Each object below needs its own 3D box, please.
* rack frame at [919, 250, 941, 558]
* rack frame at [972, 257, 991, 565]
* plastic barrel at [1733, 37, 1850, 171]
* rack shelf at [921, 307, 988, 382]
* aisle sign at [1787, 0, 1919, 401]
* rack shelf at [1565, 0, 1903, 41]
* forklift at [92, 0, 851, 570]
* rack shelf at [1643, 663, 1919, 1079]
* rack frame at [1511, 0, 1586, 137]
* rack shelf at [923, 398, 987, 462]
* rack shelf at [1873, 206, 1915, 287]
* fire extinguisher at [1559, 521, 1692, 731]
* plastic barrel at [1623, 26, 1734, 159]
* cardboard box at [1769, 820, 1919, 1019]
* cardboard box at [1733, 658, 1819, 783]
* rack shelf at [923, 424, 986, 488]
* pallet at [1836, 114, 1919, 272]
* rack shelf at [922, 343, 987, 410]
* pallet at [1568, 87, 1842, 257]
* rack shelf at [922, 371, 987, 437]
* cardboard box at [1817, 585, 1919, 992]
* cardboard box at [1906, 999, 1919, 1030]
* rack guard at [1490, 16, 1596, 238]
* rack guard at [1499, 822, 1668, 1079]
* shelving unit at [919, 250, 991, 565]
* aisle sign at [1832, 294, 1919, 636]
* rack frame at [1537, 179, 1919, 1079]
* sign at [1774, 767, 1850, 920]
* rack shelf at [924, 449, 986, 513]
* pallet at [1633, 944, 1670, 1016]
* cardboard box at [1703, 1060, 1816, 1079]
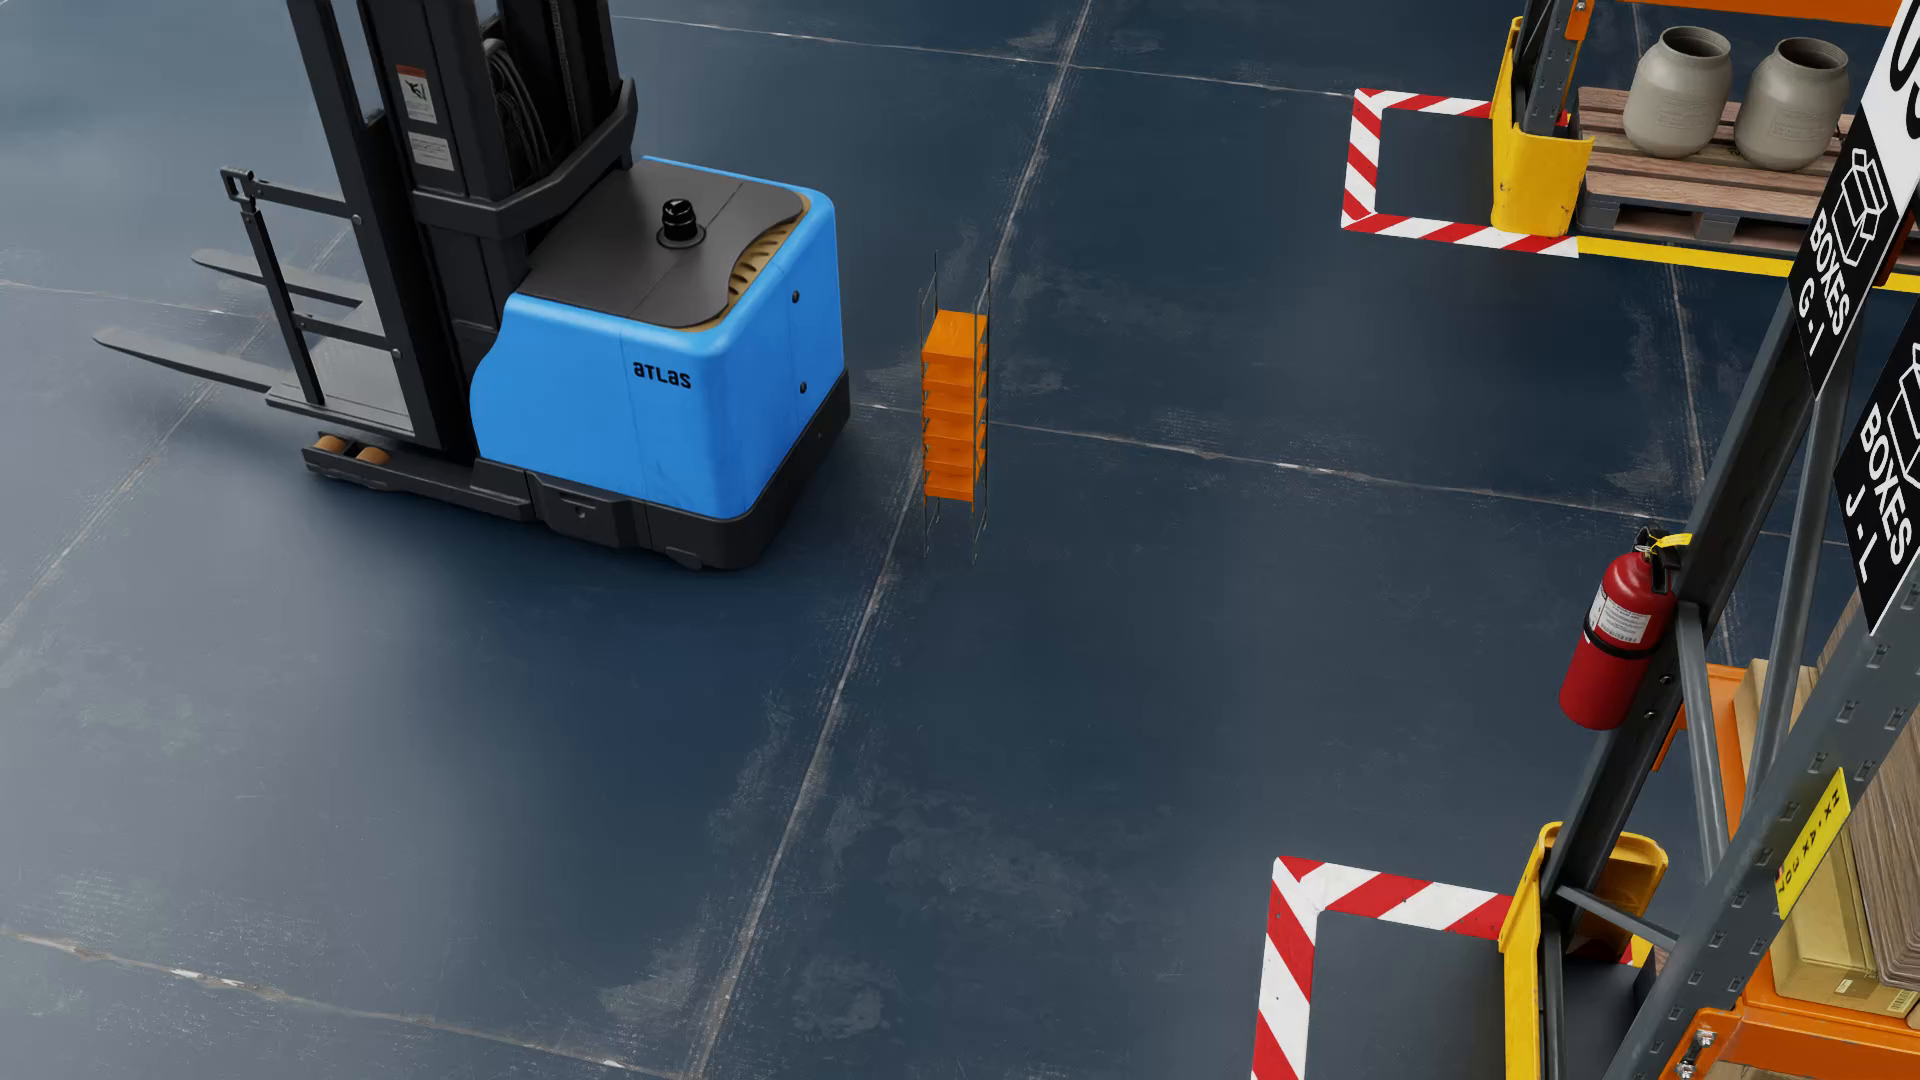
[{"bbox_3d":[-0.103,-0.448,5.851,0.006,1.200,0.240,9,45,9],"label":"rack frame"},{"bbox_3d":[0.075,-0.421,5.822,0.006,1.200,0.240,9,45,9],"label":"rack frame"},{"bbox_3d":[3.836,-2.006,7.662,0.421,0.512,0.421,0,44,0],"label":"plastic barrel"},{"bbox_3d":[-0.014,-0.662,5.617,0.180,0.103,0.258,9,45,9],"label":"rack shelf"},{"bbox_3d":[1.611,-0.672,2.910,0.004,0.787,0.394,9,45,9],"label":"aisle sign"},{"bbox_3d":[4.639,-2.313,7.008,4.000,0.370,1.077,9,45,9],"label":"rack shelf"},{"bbox_3d":[-2.011,-1.578,5.776,3.031,2.935,1.130,14,46,14],"label":"forklift"},{"bbox_3d":[3.558,1.039,3.526,4.000,0.370,1.077,9,45,9],"label":"rack shelf"},{"bbox_3d":[2.688,-2.875,7.073,0.127,3.000,1.000,9,45,9],"label":"rack frame"},{"bbox_3d":[-0.014,-0.402,5.867,0.180,0.103,0.258,9,45,9],"label":"rack shelf"},{"bbox_3d":[3.558,-0.041,2.486,4.000,0.370,1.077,9,45,9],"label":"rack shelf"},{"bbox_3d":[1.595,0.176,3.960,0.183,0.674,0.296,9,45,9],"label":"fire extinguisher"},{"bbox_3d":[3.347,-2.082,7.741,0.421,0.512,0.421,0,44,0],"label":"plastic barrel"},{"bbox_3d":[1.832,0.772,3.466,0.250,0.149,0.380,9,45,9],"label":"cardboard box"},{"bbox_3d":[1.929,0.471,3.778,0.250,0.149,0.380,9,45,9],"label":"cardboard box"},{"bbox_3d":[-0.014,-0.316,5.950,0.180,0.103,0.258,9,45,9],"label":"rack shelf"},{"bbox_3d":[4.751,-1.577,7.737,1.213,0.211,1.003,9,45,9],"label":"pallet"},{"bbox_3d":[-0.014,-0.575,5.701,0.180,0.103,0.258,9,45,9],"label":"rack shelf"},{"bbox_3d":[3.564,-1.764,7.930,1.213,0.211,1.003,9,45,9],"label":"pallet"},{"bbox_3d":[-0.014,-0.489,5.784,0.180,0.103,0.258,9,45,9],"label":"rack shelf"},{"bbox_3d":[2.137,0.436,3.347,0.500,0.500,0.875,9,45,9],"label":"cardboard box"},{"bbox_3d":[2.072,0.823,3.413,0.250,0.149,0.380,9,45,9],"label":"cardboard box"},{"bbox_3d":[2.772,-1.994,7.961,0.348,0.500,1.175,9,45,9],"label":"rack guard"},{"bbox_3d":[1.680,1.389,4.446,0.348,0.500,1.175,9,45,9],"label":"rack guard"},{"bbox_3d":[-0.014,-0.434,5.836,0.189,1.200,0.258,9,45,9],"label":"shelving unit"},{"bbox_3d":[1.480,-0.266,2.488,0.004,0.787,0.394,9,45,9],"label":"aisle sign"},{"bbox_3d":[1.606,0.477,3.591,0.127,3.000,1.000,9,45,9],"label":"rack frame"},{"bbox_3d":[1.488,0.533,2.909,0.005,0.325,0.100,9,45,9],"label":"sign"},{"bbox_3d":[-0.014,-0.230,6.033,0.180,0.103,0.258,9,45,9],"label":"rack shelf"},{"bbox_3d":[2.465,1.640,4.393,1.213,0.211,1.003,9,45,9],"label":"pallet"},{"bbox_3d":[2.212,1.333,4.202,0.500,0.500,0.500,17,46,17],"label":"cardboard box"}]
